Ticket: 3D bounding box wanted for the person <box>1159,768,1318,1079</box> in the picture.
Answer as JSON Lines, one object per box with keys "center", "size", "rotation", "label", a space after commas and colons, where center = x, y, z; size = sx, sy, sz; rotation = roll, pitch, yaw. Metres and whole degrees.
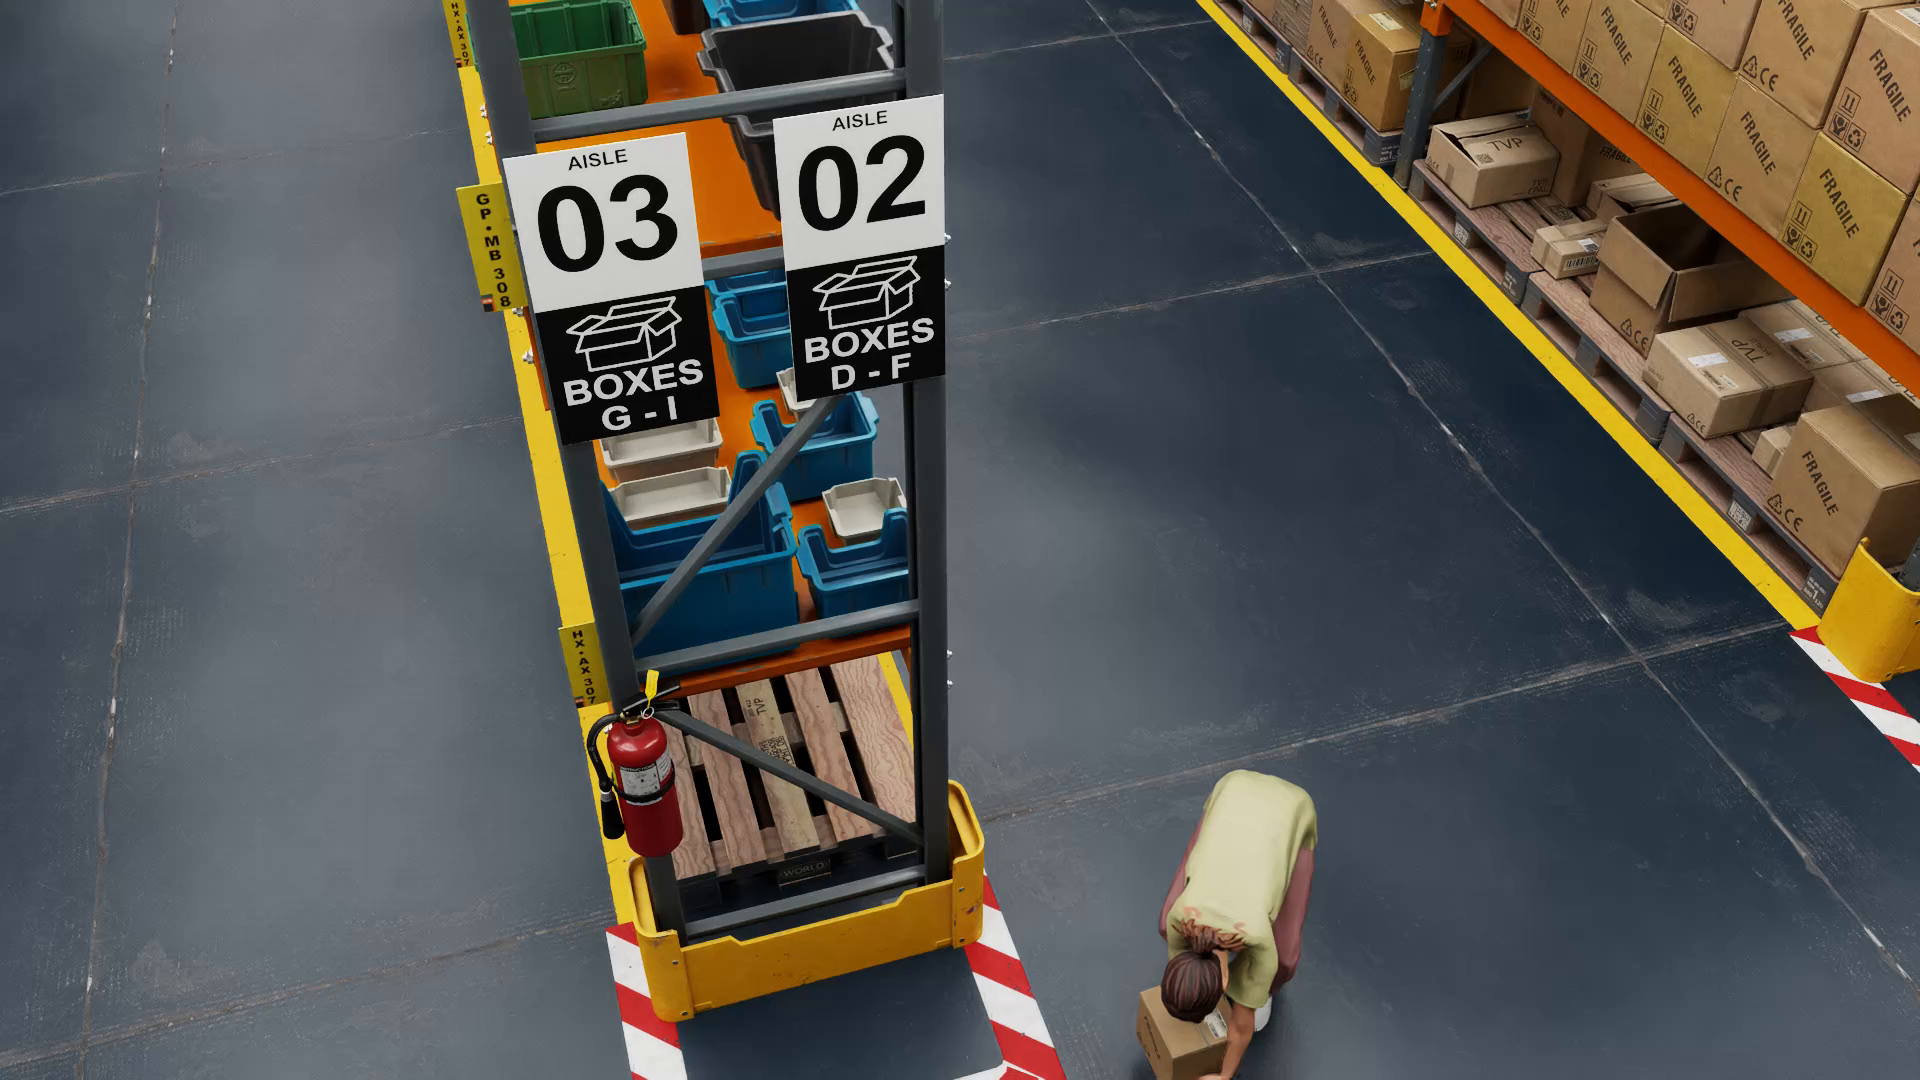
{"center": [0.842, 1.282, 5.287], "size": [0.458, 0.961, 0.856], "rotation": [17, 45, 18], "label": "person"}
